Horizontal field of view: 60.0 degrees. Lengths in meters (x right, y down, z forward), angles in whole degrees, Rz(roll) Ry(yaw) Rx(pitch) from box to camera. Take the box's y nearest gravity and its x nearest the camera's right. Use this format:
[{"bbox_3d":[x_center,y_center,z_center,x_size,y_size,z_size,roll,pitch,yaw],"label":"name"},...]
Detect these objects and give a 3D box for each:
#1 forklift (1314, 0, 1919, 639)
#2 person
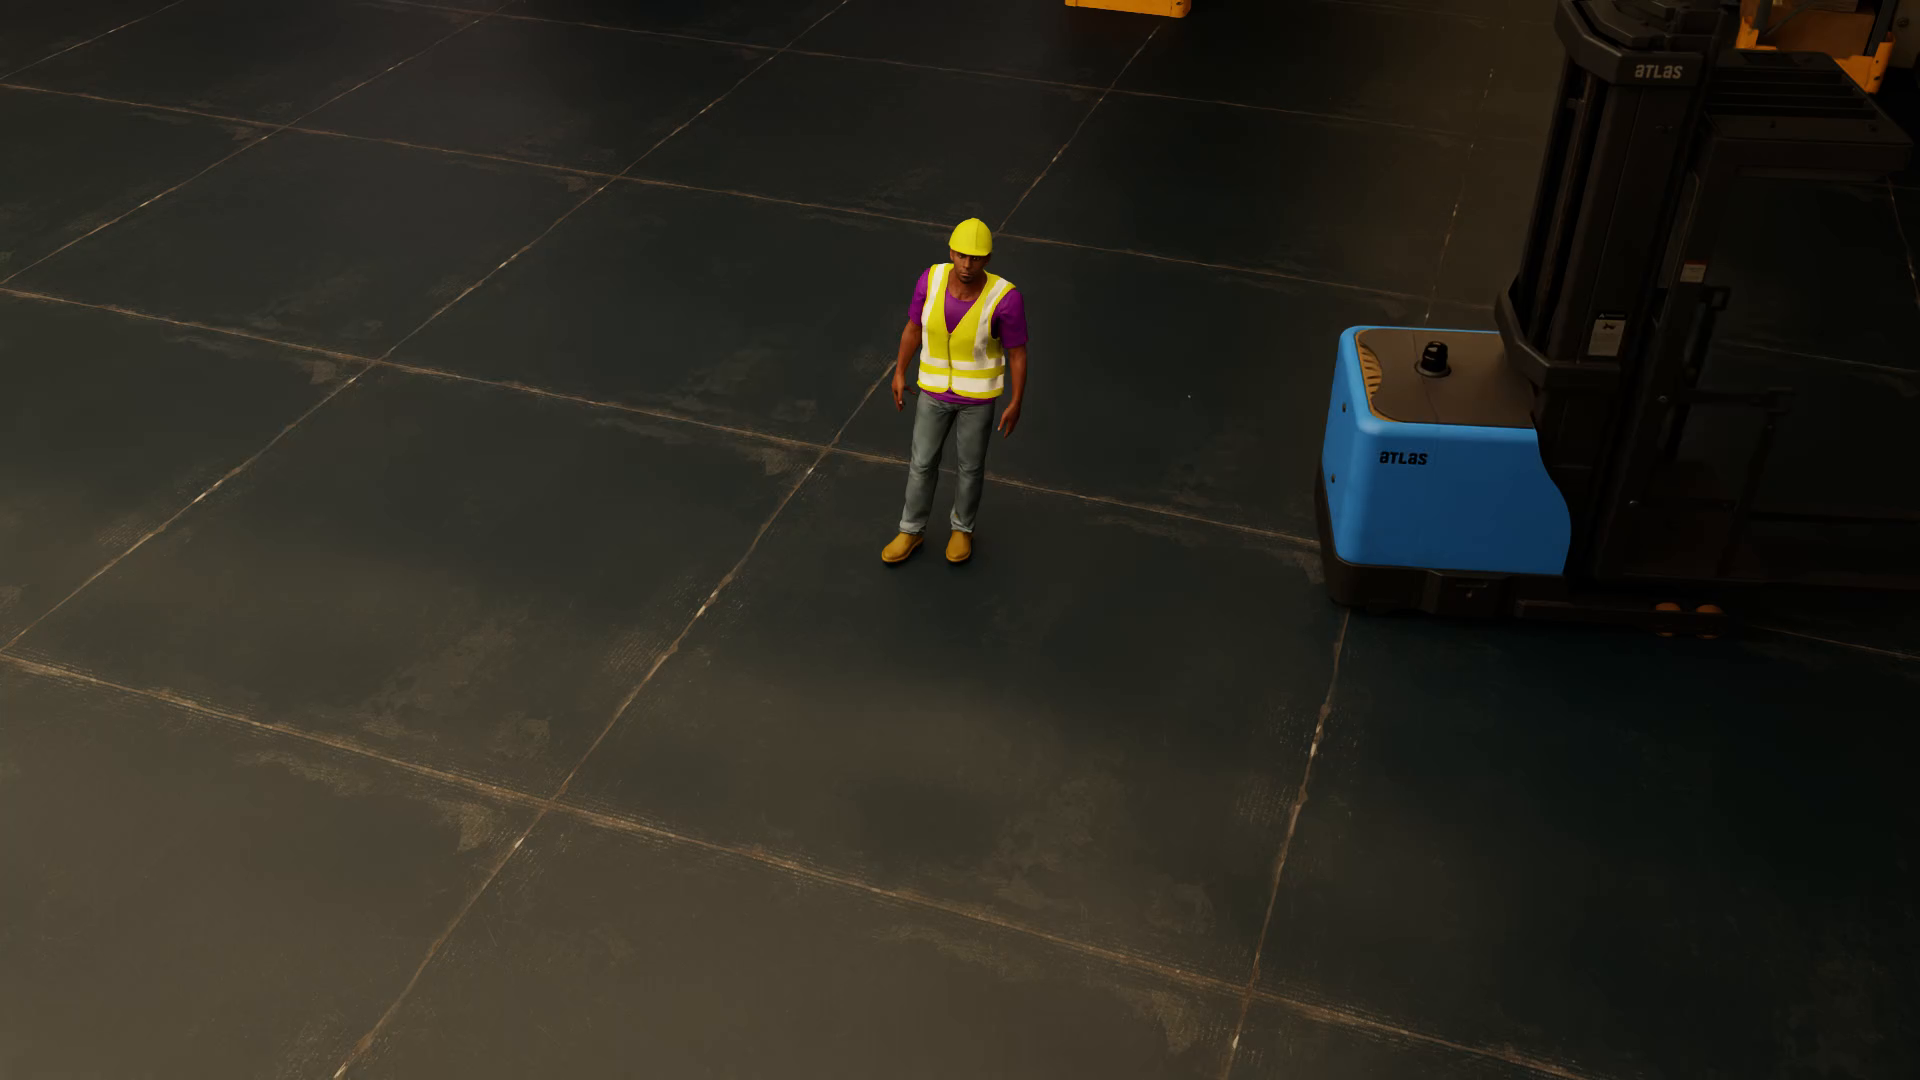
[{"bbox_3d":[3.350,-1.044,7.583,3.031,2.935,1.130,3,35,4],"label":"forklift"},{"bbox_3d":[-0.029,-0.689,8.078,0.665,1.768,0.575,12,37,16],"label":"person"}]
